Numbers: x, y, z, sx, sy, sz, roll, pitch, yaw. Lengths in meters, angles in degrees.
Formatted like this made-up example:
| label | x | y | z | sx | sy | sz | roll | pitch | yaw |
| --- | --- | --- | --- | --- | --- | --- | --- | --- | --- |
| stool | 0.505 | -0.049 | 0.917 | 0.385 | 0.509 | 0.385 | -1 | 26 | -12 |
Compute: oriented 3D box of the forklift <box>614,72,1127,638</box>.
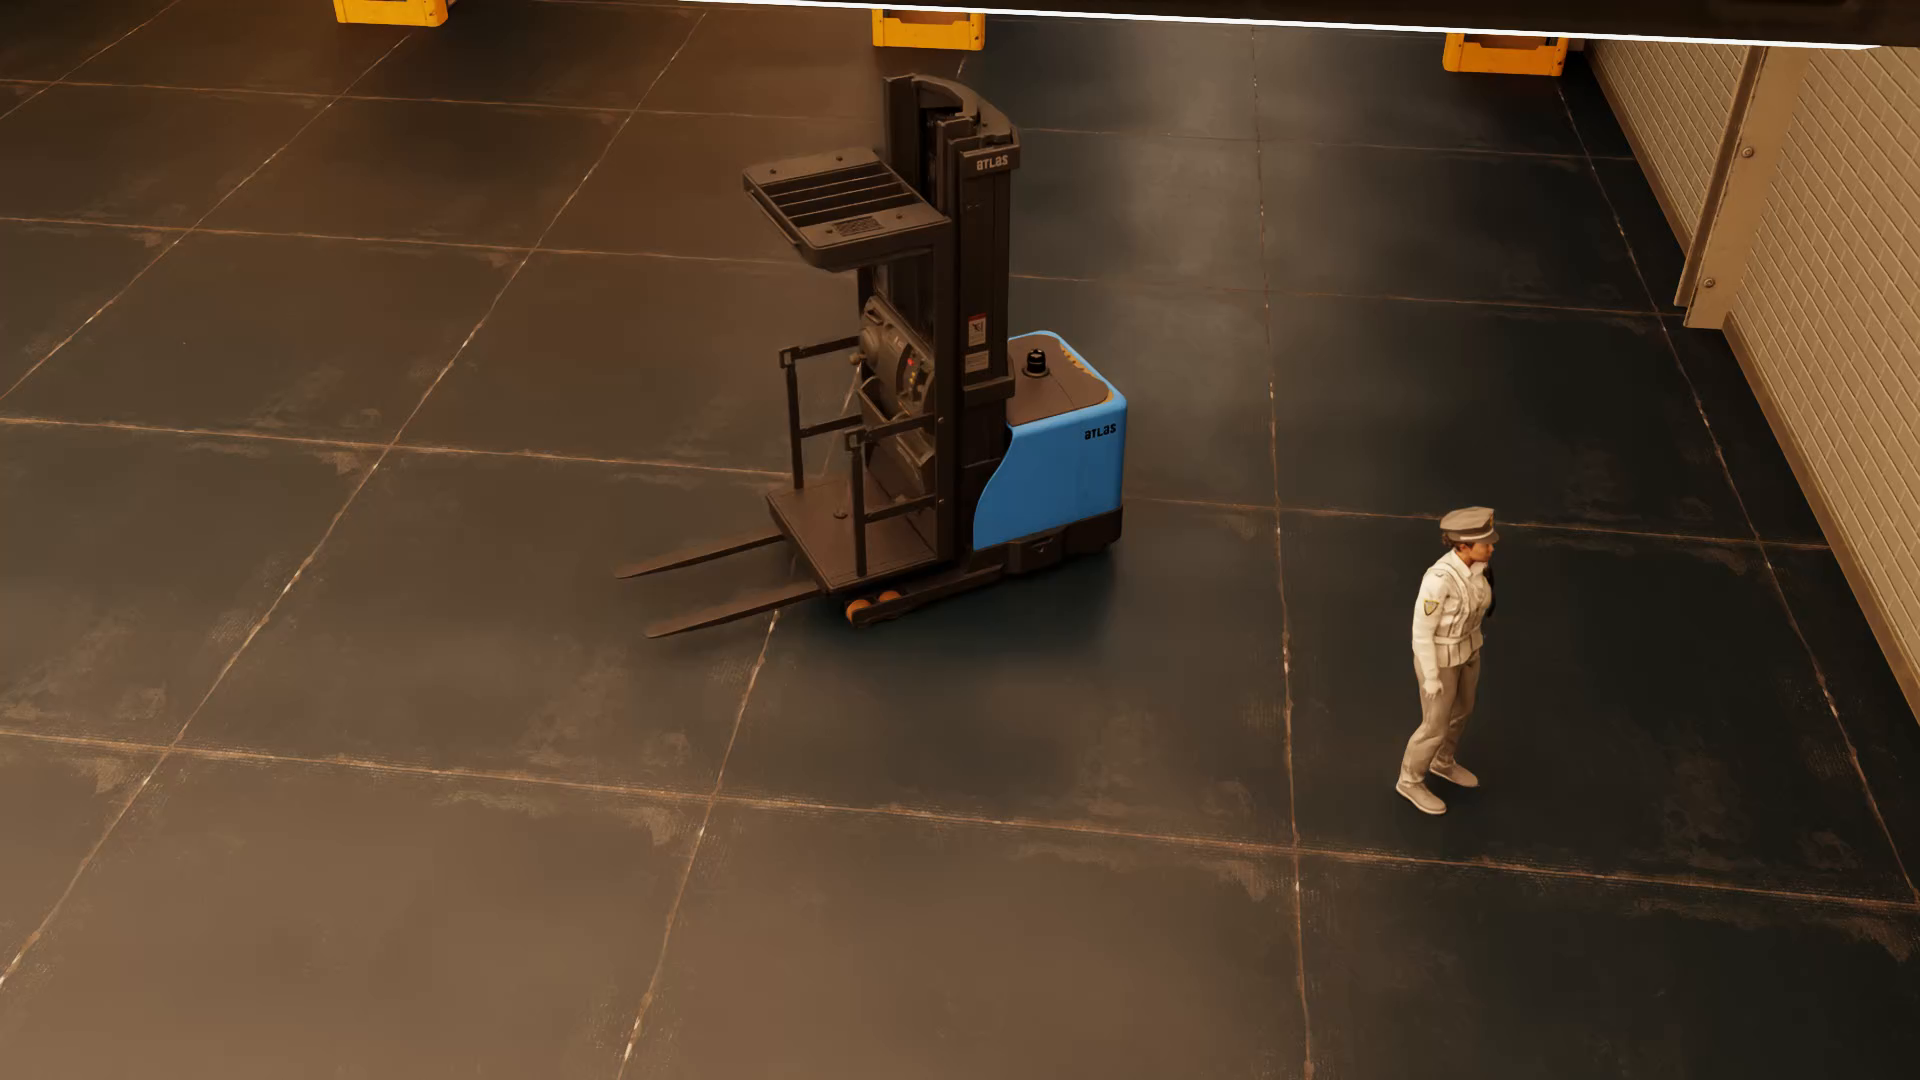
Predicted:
| label | x | y | z | sx | sy | sz | roll | pitch | yaw |
| --- | --- | --- | --- | --- | --- | --- | --- | --- | --- |
| forklift | -0.549 | -1.021 | 9.415 | 3.031 | 2.935 | 1.130 | -16 | 39 | -21 |

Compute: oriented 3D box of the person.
| label | x | y | z | sx | sy | sz | roll | pitch | yaw |
| --- | --- | --- | --- | --- | --- | --- | --- | --- | --- |
| person | 2.471 | 0.592 | 8.291 | 0.446 | 1.710 | 0.569 | 29 | 45 | 33 |
